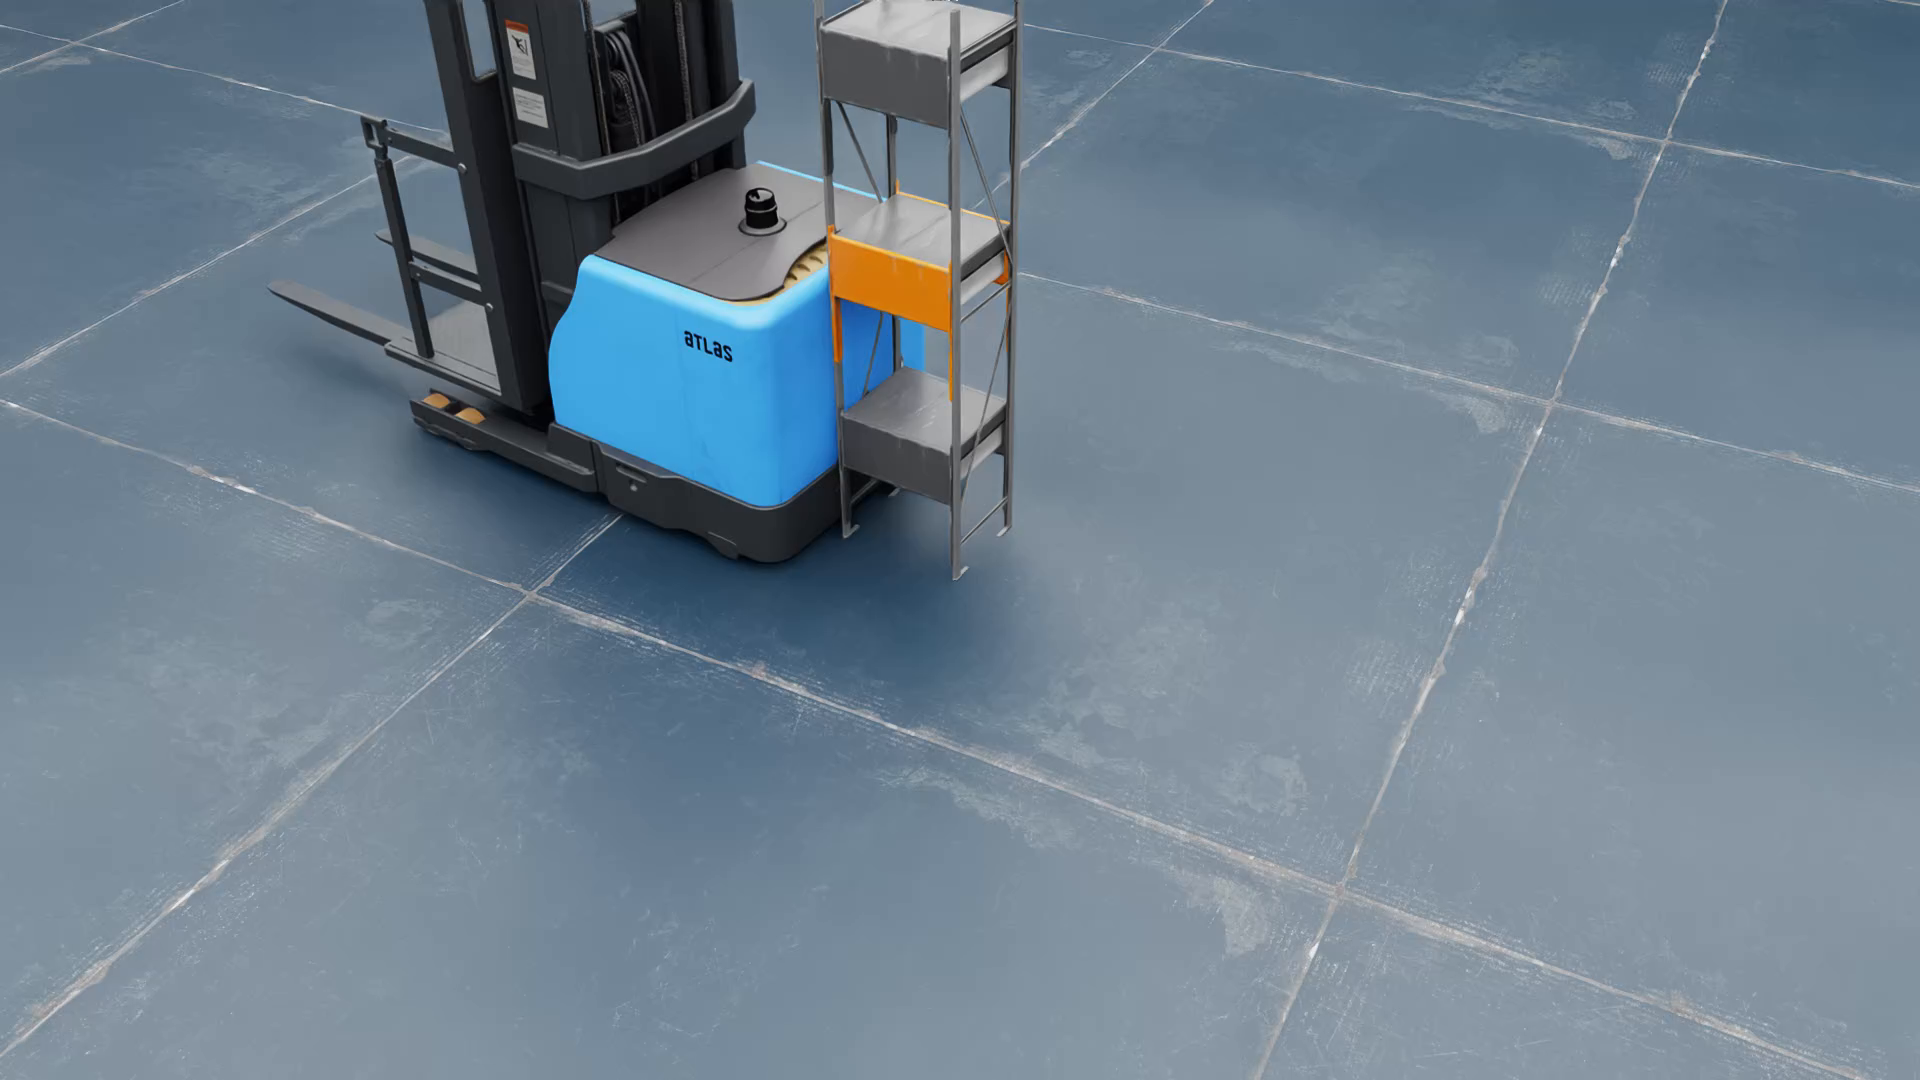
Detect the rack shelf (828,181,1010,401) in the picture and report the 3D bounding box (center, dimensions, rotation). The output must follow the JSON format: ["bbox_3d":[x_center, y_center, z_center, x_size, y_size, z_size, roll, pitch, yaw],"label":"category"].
[{"bbox_3d":[-0.123,-0.852,5.658,0.480,0.518,0.431,21,42,25],"label":"rack shelf"}]

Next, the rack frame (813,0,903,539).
[{"bbox_3d":[-0.330,-0.942,5.753,0.015,2.100,0.400,21,42,25],"label":"rack frame"}]

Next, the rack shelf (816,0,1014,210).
[{"bbox_3d":[-0.124,-1.409,5.234,0.480,0.518,0.431,21,42,25],"label":"rack shelf"}]

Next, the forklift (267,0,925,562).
[{"bbox_3d":[-1.629,-1.775,6.165,3.031,2.935,1.130,22,42,26],"label":"forklift"}]

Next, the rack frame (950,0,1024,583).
[{"bbox_3d":[0.084,-0.785,5.547,0.015,2.100,0.400,21,42,25],"label":"rack frame"}]

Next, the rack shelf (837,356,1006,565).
[{"bbox_3d":[-0.122,-0.296,6.082,0.480,0.518,0.431,21,42,25],"label":"rack shelf"}]

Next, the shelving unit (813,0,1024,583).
[{"bbox_3d":[-0.123,-0.863,5.650,0.503,2.100,0.431,21,42,25],"label":"shelving unit"}]
